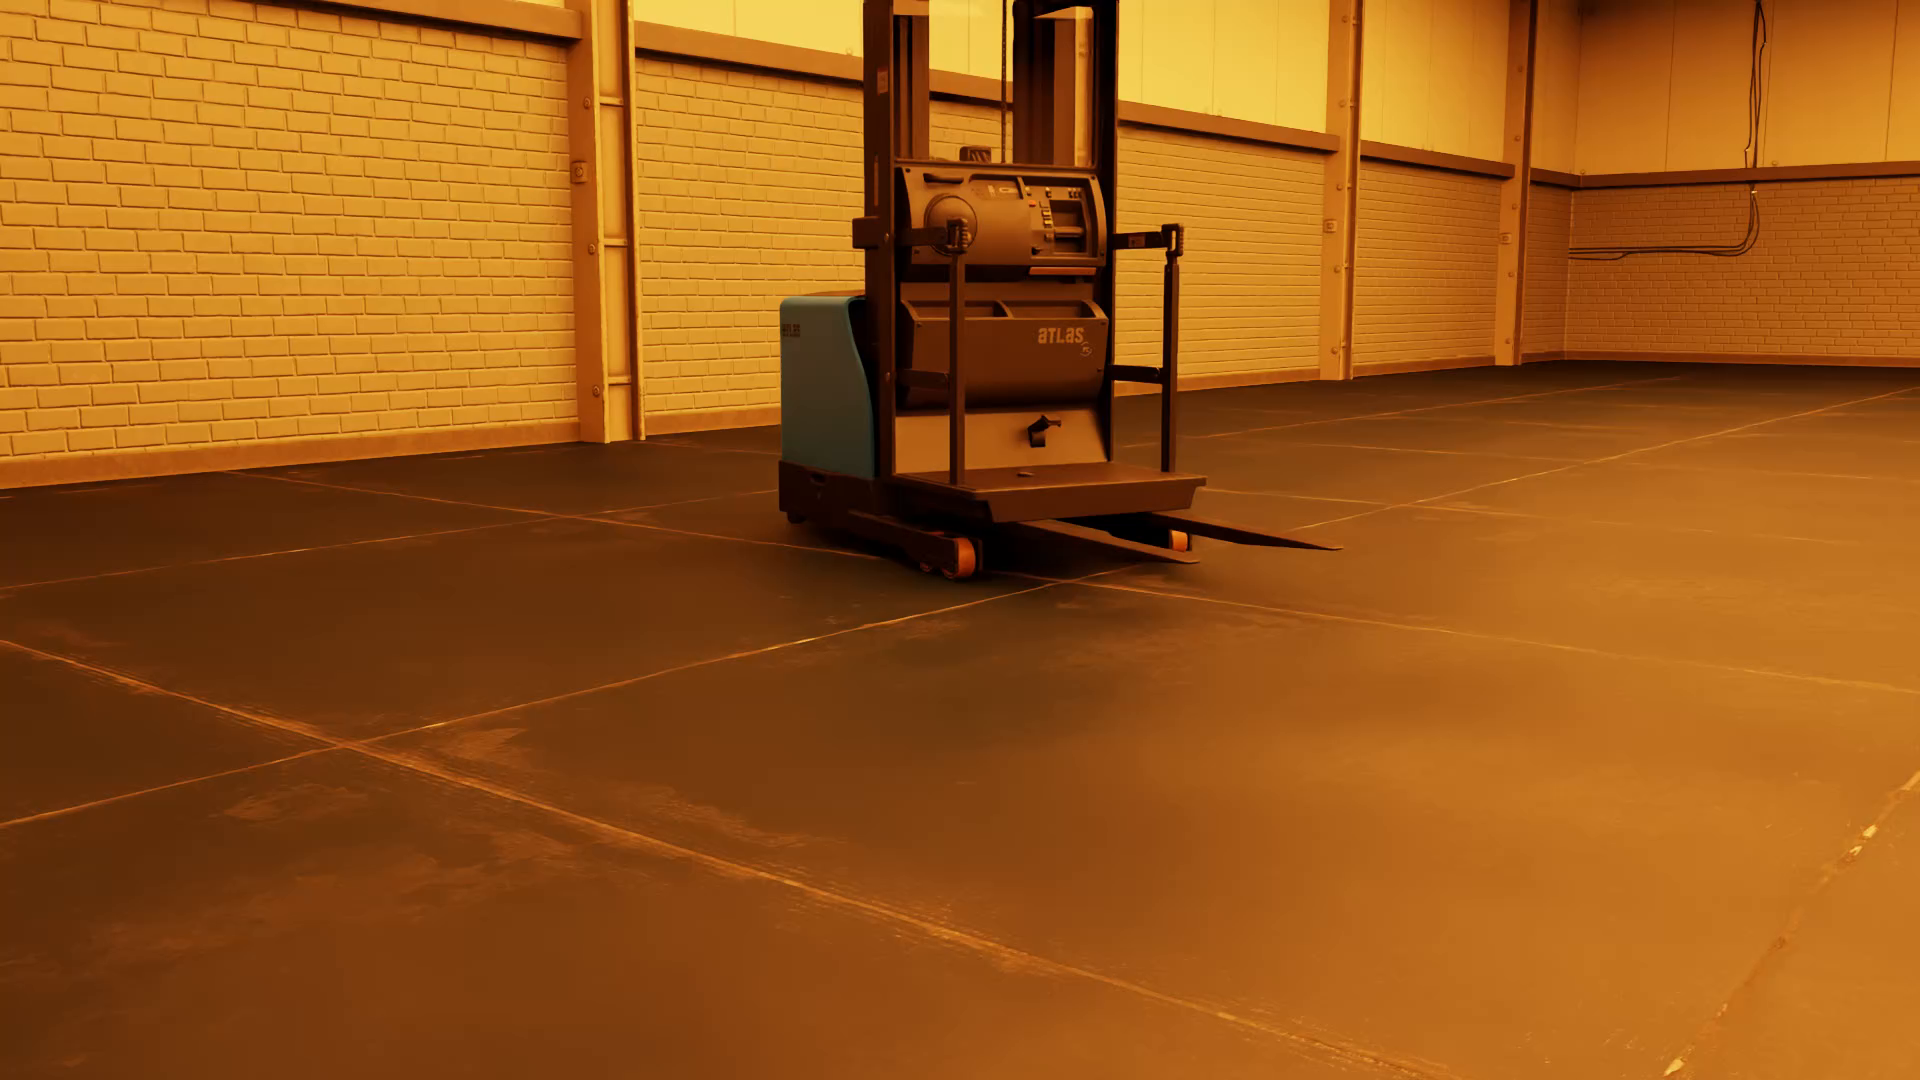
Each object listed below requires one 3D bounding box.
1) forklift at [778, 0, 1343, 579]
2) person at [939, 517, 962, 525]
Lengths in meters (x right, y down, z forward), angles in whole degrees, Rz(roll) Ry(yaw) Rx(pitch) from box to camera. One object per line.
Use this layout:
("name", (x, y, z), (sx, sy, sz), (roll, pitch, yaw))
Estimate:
("forklift", (0.294, -1.373, 6.664), (1.130, 2.935, 3.031), (-5, 9, -28))
("person", (0.135, -0.916, 8.054), (0.654, 1.614, 0.575), (-3, 9, -23))
